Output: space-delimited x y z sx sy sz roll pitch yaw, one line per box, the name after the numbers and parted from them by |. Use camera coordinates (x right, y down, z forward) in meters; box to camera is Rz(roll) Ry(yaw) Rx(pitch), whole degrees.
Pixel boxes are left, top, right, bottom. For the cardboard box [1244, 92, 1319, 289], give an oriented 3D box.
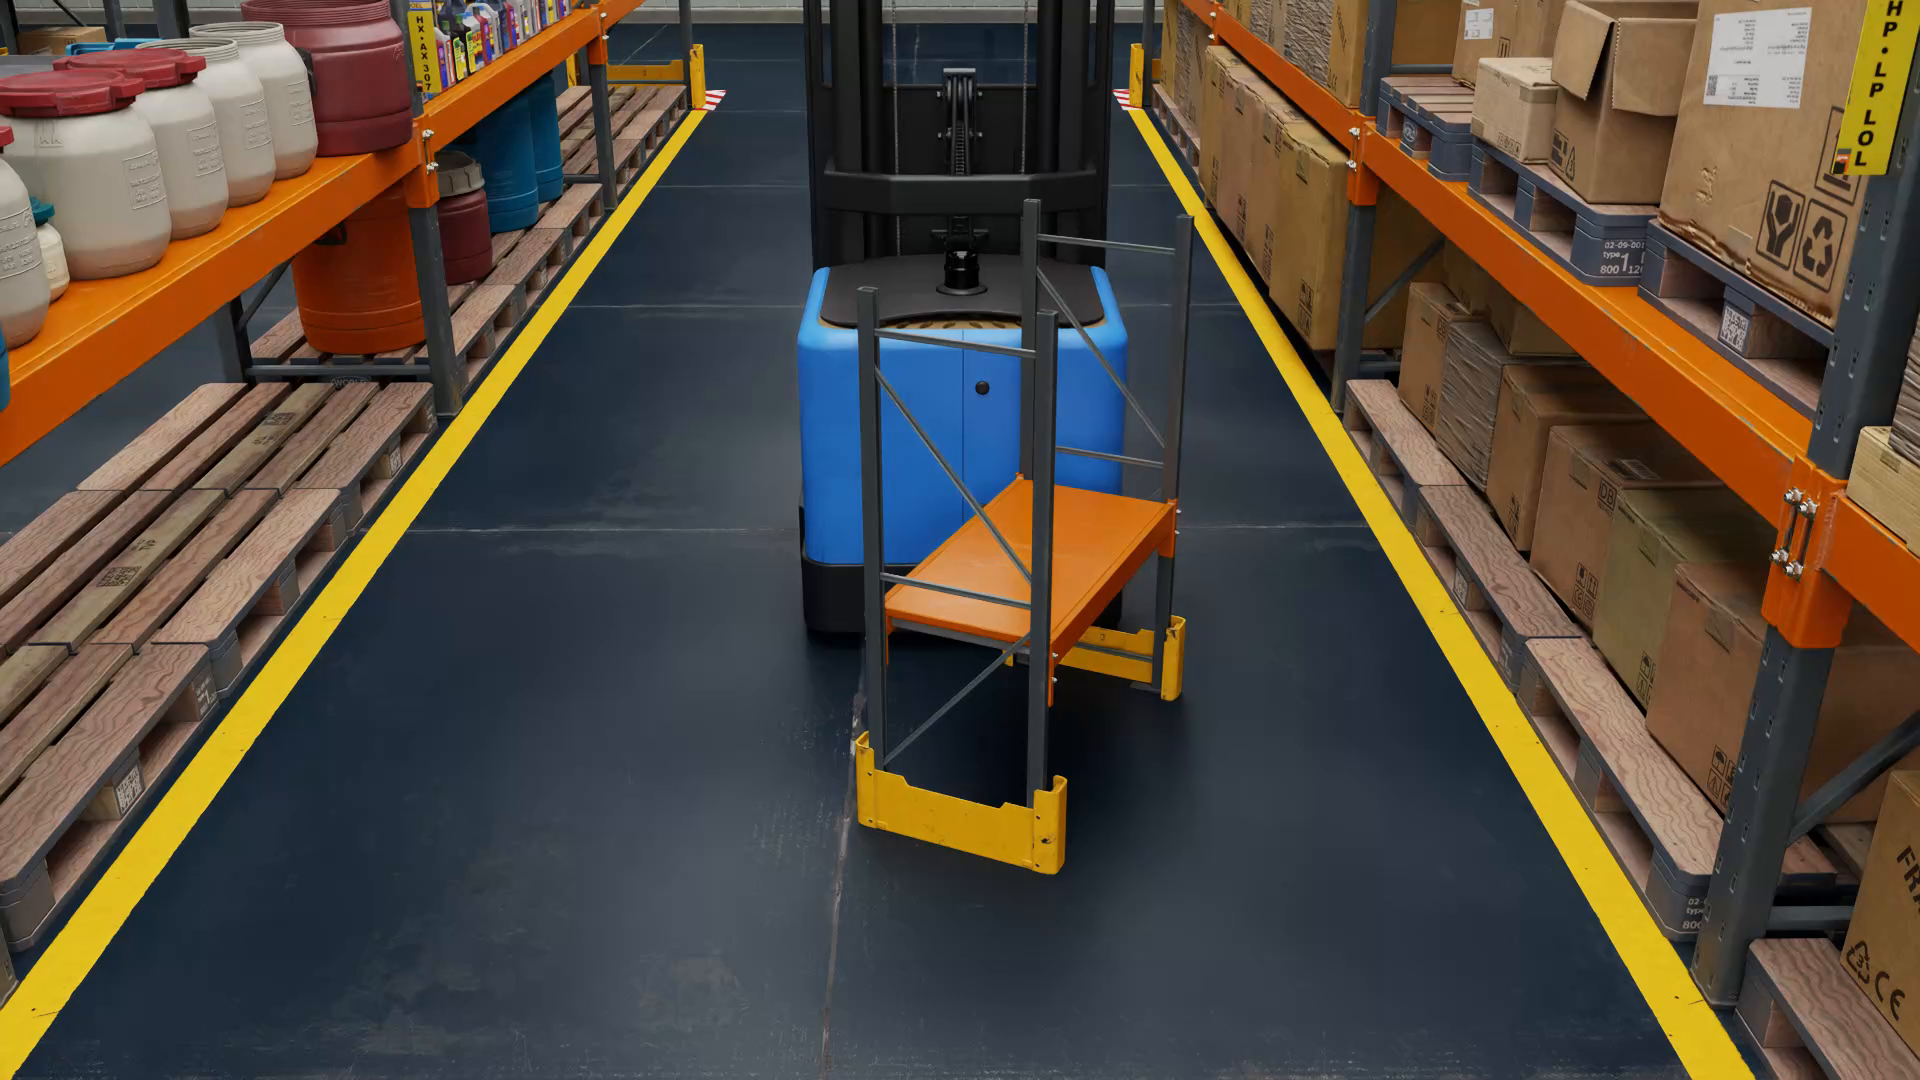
2.203 -1.832 8.729 1.225 0.875 0.875 0 24 0 | cardboard box

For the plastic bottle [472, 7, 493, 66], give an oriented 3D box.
-2.409 -2.538 8.362 0.061 0.283 0.133 0 24 -1 | plastic bottle

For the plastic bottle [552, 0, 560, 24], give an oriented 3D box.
-2.473 -3.215 9.869 0.152 0.276 0.135 0 24 -1 | plastic bottle

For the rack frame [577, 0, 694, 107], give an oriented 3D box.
-2.848 -5.231 14.176 1.000 3.000 0.127 0 24 -1 | rack frame

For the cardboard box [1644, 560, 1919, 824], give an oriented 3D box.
2.251 0.377 4.277 0.700 0.500 0.500 -2 24 -5 | cardboard box

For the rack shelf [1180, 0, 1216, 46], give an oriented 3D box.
2.127 -4.102 12.552 1.077 0.370 4.000 0 24 -1 | rack shelf

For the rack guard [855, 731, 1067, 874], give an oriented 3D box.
-0.002 0.693 4.414 0.587 0.250 0.087 11 26 22 | rack guard

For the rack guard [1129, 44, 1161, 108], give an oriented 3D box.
2.105 -4.124 14.763 1.175 0.500 0.348 0 24 -1 | rack guard

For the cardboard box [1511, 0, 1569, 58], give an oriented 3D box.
2.344 -1.742 5.831 0.700 0.500 0.500 3 25 7 | cardboard box

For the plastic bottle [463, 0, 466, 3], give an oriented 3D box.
-3.124 -3.397 10.181 0.144 0.351 0.185 0 24 -1 | plastic bottle

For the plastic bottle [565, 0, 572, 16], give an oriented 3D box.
-2.477 -3.365 10.202 0.152 0.276 0.135 0 24 -1 | plastic bottle

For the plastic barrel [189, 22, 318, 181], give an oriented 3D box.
-2.536 -1.563 5.930 0.421 0.512 0.421 0 24 0 | plastic barrel

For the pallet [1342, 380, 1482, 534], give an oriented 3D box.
2.199 -0.364 6.800 1.003 0.211 1.213 0 24 -1 | pallet

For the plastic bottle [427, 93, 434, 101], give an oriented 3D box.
-2.416 -2.104 7.418 0.097 0.271 0.097 0 24 0 | plastic bottle

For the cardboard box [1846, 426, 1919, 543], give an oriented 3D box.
1.937 -0.104 3.145 0.380 0.149 0.250 0 24 -1 | cardboard box

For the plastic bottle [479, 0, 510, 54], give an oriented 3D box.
-2.455 -2.729 8.704 0.144 0.351 0.185 0 24 -1 | plastic bottle

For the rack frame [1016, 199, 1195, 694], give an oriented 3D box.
0.415 -0.250 4.982 0.500 1.500 0.032 11 26 22 | rack frame

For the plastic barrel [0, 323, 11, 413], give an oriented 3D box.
-2.418 -0.675 3.495 0.600 0.901 0.708 0 24 -1 | plastic barrel

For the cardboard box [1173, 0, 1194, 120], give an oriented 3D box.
2.202 -3.838 13.166 0.875 0.875 0.875 0 24 -1 | cardboard box

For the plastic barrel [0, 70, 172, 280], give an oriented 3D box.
-2.516 -1.046 4.758 0.433 0.535 0.433 0 24 0 | plastic barrel

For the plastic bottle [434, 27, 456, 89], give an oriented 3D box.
-2.447 -2.249 7.732 0.152 0.276 0.135 0 24 -1 | plastic bottle

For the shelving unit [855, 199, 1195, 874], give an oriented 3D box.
0.206 -0.063 4.569 0.587 1.500 1.083 11 26 22 | shelving unit

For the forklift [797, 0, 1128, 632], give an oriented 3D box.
-0.007 -1.595 6.220 1.130 2.935 3.031 0 24 -1 | forklift

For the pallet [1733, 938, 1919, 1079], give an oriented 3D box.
2.278 1.238 3.256 1.003 0.211 1.213 0 24 -1 | pallet

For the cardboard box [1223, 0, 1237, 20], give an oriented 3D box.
1.903 -3.460 10.139 0.500 0.500 0.500 0 24 0 | cardboard box

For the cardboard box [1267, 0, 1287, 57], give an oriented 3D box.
1.926 -2.834 8.754 0.500 0.500 0.500 0 24 0 | cardboard box

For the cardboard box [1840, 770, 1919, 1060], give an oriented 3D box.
2.200 0.804 3.356 0.500 0.500 0.500 -1 24 -2 | cardboard box

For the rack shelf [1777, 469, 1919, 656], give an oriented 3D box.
2.258 0.843 1.619 1.077 0.370 4.000 0 24 -1 | rack shelf

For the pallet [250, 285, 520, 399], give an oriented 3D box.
-2.811 -0.989 8.180 1.003 0.211 1.213 0 24 -1 | pallet

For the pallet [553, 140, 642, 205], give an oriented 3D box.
-2.851 -2.615 11.776 1.003 0.211 1.213 0 24 -1 | pallet

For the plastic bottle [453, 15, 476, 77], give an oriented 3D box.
-2.405 -2.402 8.064 0.061 0.283 0.133 0 24 -1 | plastic bottle

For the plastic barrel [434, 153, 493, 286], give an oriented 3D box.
-2.795 -1.694 8.773 0.600 0.588 0.708 0 24 -1 | plastic barrel

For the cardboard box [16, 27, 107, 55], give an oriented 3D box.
-7.549 -4.049 14.062 0.500 0.500 0.500 0 24 -1 | cardboard box

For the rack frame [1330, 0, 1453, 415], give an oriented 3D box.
2.192 -1.957 6.937 1.000 3.000 0.127 0 24 -1 | rack frame

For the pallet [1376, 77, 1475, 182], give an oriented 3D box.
2.306 -1.576 6.328 1.213 0.211 1.003 0 24 -1 | pallet

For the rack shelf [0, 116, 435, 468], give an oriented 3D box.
-2.739 -0.783 5.214 1.077 0.370 4.000 0 24 -1 | rack shelf

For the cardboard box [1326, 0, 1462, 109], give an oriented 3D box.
1.939 -2.205 7.363 0.500 0.500 0.500 0 24 1 | cardboard box

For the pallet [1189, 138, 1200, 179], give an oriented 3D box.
2.218 -2.648 11.850 1.003 0.211 1.213 0 24 -1 | pallet

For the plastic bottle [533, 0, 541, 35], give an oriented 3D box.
-2.467 -3.007 9.409 0.152 0.276 0.135 0 24 -1 | plastic bottle

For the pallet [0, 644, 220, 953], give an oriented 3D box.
-2.764 0.661 4.533 1.003 0.211 1.213 0 24 -1 | pallet

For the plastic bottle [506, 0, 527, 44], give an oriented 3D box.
-2.463 -2.856 9.076 0.152 0.276 0.135 0 24 -1 | plastic bottle

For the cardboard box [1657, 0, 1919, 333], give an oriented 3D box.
2.367 -1.101 3.808 1.000 1.000 1.000 0 24 0 | cardboard box

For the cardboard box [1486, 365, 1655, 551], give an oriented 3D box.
2.251 -0.280 5.729 0.700 0.500 0.500 2 24 4 | cardboard box

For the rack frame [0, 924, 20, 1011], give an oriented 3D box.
-2.717 -0.286 3.243 1.000 3.000 0.127 0 24 -1 | rack frame

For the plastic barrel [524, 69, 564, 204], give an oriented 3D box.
-2.815 -2.594 10.382 0.600 0.901 0.708 0 24 -1 | plastic barrel
